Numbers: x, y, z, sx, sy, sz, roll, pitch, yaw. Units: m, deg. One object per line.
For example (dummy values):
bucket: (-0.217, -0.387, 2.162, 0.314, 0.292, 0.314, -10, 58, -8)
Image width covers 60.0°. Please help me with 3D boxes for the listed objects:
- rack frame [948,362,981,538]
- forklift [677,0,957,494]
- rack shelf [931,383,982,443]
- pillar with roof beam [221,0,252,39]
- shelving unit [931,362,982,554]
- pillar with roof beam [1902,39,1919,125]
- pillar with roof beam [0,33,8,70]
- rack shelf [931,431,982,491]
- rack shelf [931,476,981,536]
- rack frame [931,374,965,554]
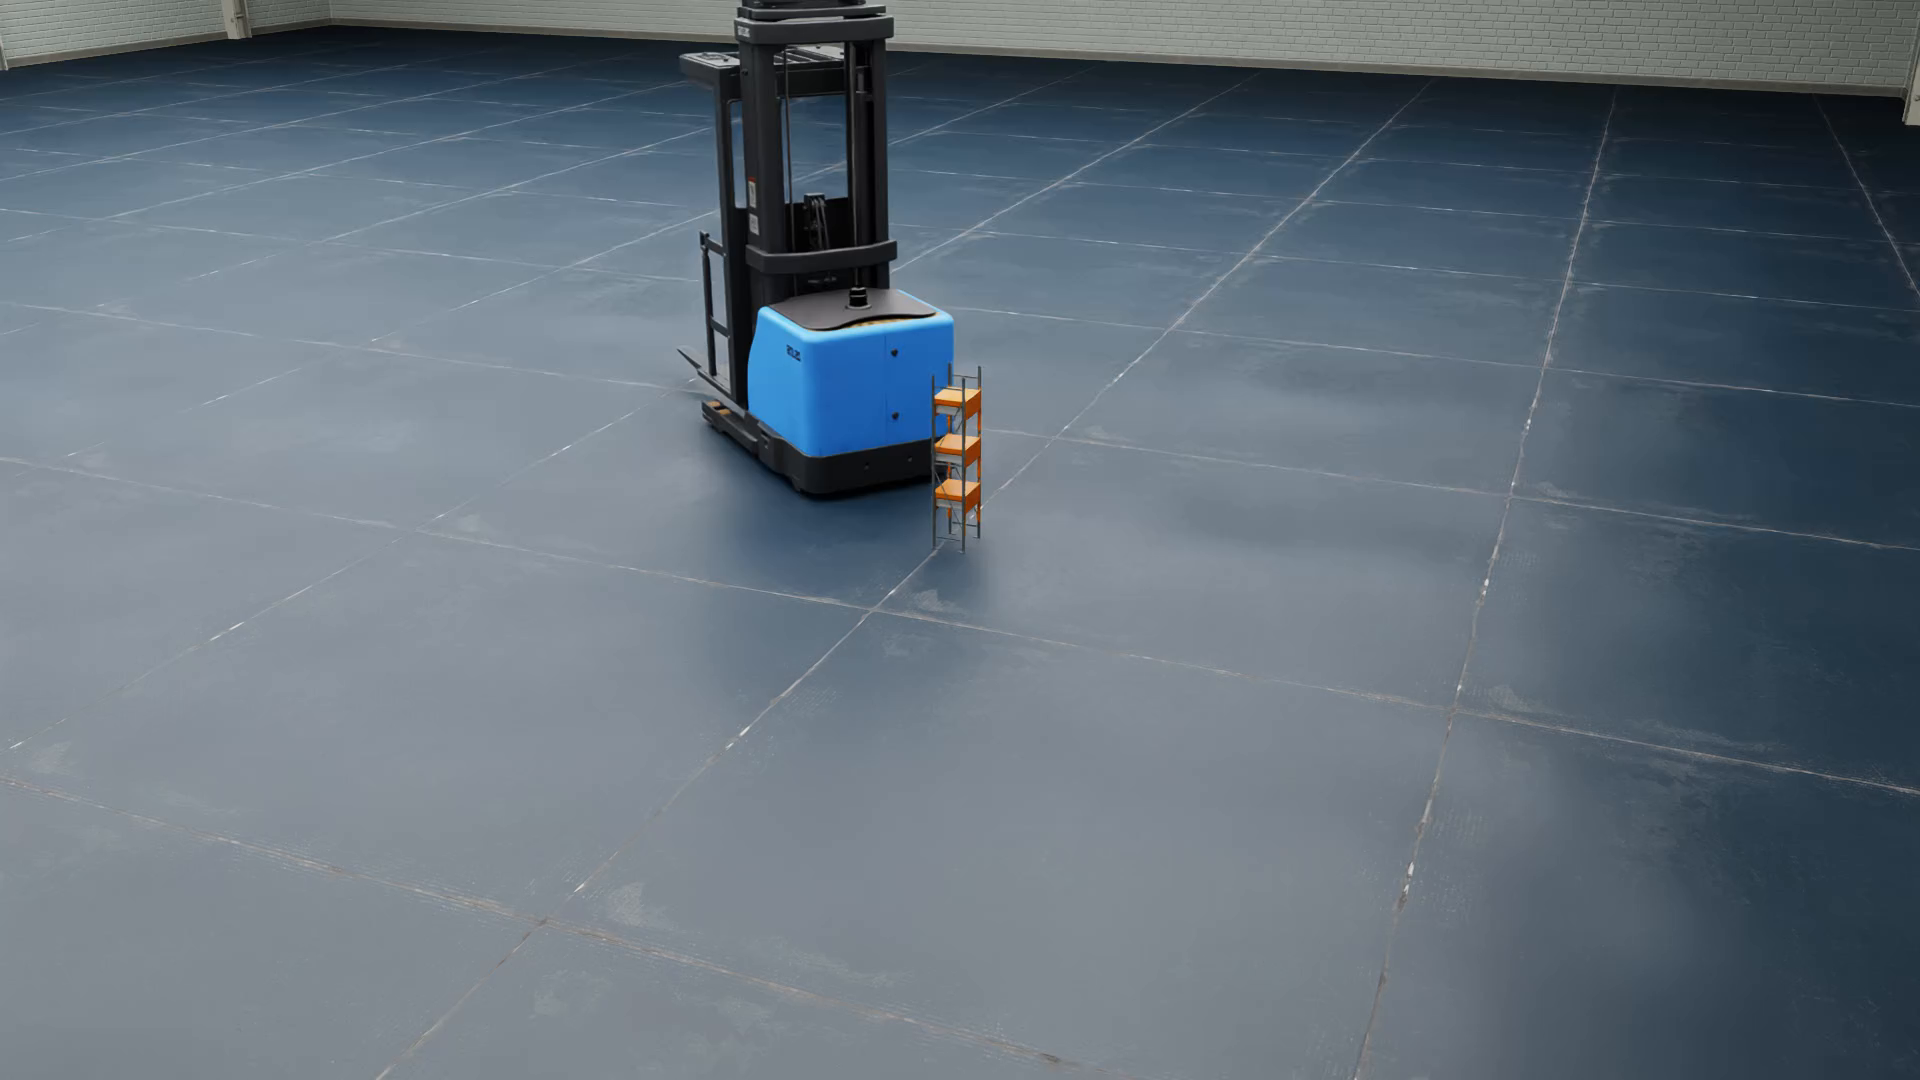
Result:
rack frame: (0.025, -0.509, 9.606, 0.200, 1.050, 0.008, 9, 24, 20)
forklift: (-1.156, -2.166, 11.132, 1.130, 2.935, 3.031, -12, 25, -26)
rack shelf: (-0.020, -0.717, 9.397, 0.215, 0.259, 0.240, 9, 24, 20)
pillar with roof beam: (-11.242, -14.157, 31.968, 9.100, 9.000, 0.400, 9, 24, 20)
shelving unit: (-0.020, -0.465, 9.502, 0.215, 1.050, 0.252, 9, 24, 20)
pillar with roof beam: (10.010, -10.880, 24.123, 9.100, 9.000, 0.400, 9, 24, 20)
pillar with roof beam: (-13.471, -12.010, 26.828, 9.100, 9.000, 0.400, 9, 24, 20)
rack shelf: (-0.020, -0.456, 9.506, 0.215, 0.259, 0.240, 9, 24, 20)
rack shelf: (-0.020, -0.199, 9.613, 0.215, 0.259, 0.240, 9, 24, 20)
rack frame: (-0.065, -0.422, 9.397, 0.200, 1.050, 0.008, 9, 24, 20)
